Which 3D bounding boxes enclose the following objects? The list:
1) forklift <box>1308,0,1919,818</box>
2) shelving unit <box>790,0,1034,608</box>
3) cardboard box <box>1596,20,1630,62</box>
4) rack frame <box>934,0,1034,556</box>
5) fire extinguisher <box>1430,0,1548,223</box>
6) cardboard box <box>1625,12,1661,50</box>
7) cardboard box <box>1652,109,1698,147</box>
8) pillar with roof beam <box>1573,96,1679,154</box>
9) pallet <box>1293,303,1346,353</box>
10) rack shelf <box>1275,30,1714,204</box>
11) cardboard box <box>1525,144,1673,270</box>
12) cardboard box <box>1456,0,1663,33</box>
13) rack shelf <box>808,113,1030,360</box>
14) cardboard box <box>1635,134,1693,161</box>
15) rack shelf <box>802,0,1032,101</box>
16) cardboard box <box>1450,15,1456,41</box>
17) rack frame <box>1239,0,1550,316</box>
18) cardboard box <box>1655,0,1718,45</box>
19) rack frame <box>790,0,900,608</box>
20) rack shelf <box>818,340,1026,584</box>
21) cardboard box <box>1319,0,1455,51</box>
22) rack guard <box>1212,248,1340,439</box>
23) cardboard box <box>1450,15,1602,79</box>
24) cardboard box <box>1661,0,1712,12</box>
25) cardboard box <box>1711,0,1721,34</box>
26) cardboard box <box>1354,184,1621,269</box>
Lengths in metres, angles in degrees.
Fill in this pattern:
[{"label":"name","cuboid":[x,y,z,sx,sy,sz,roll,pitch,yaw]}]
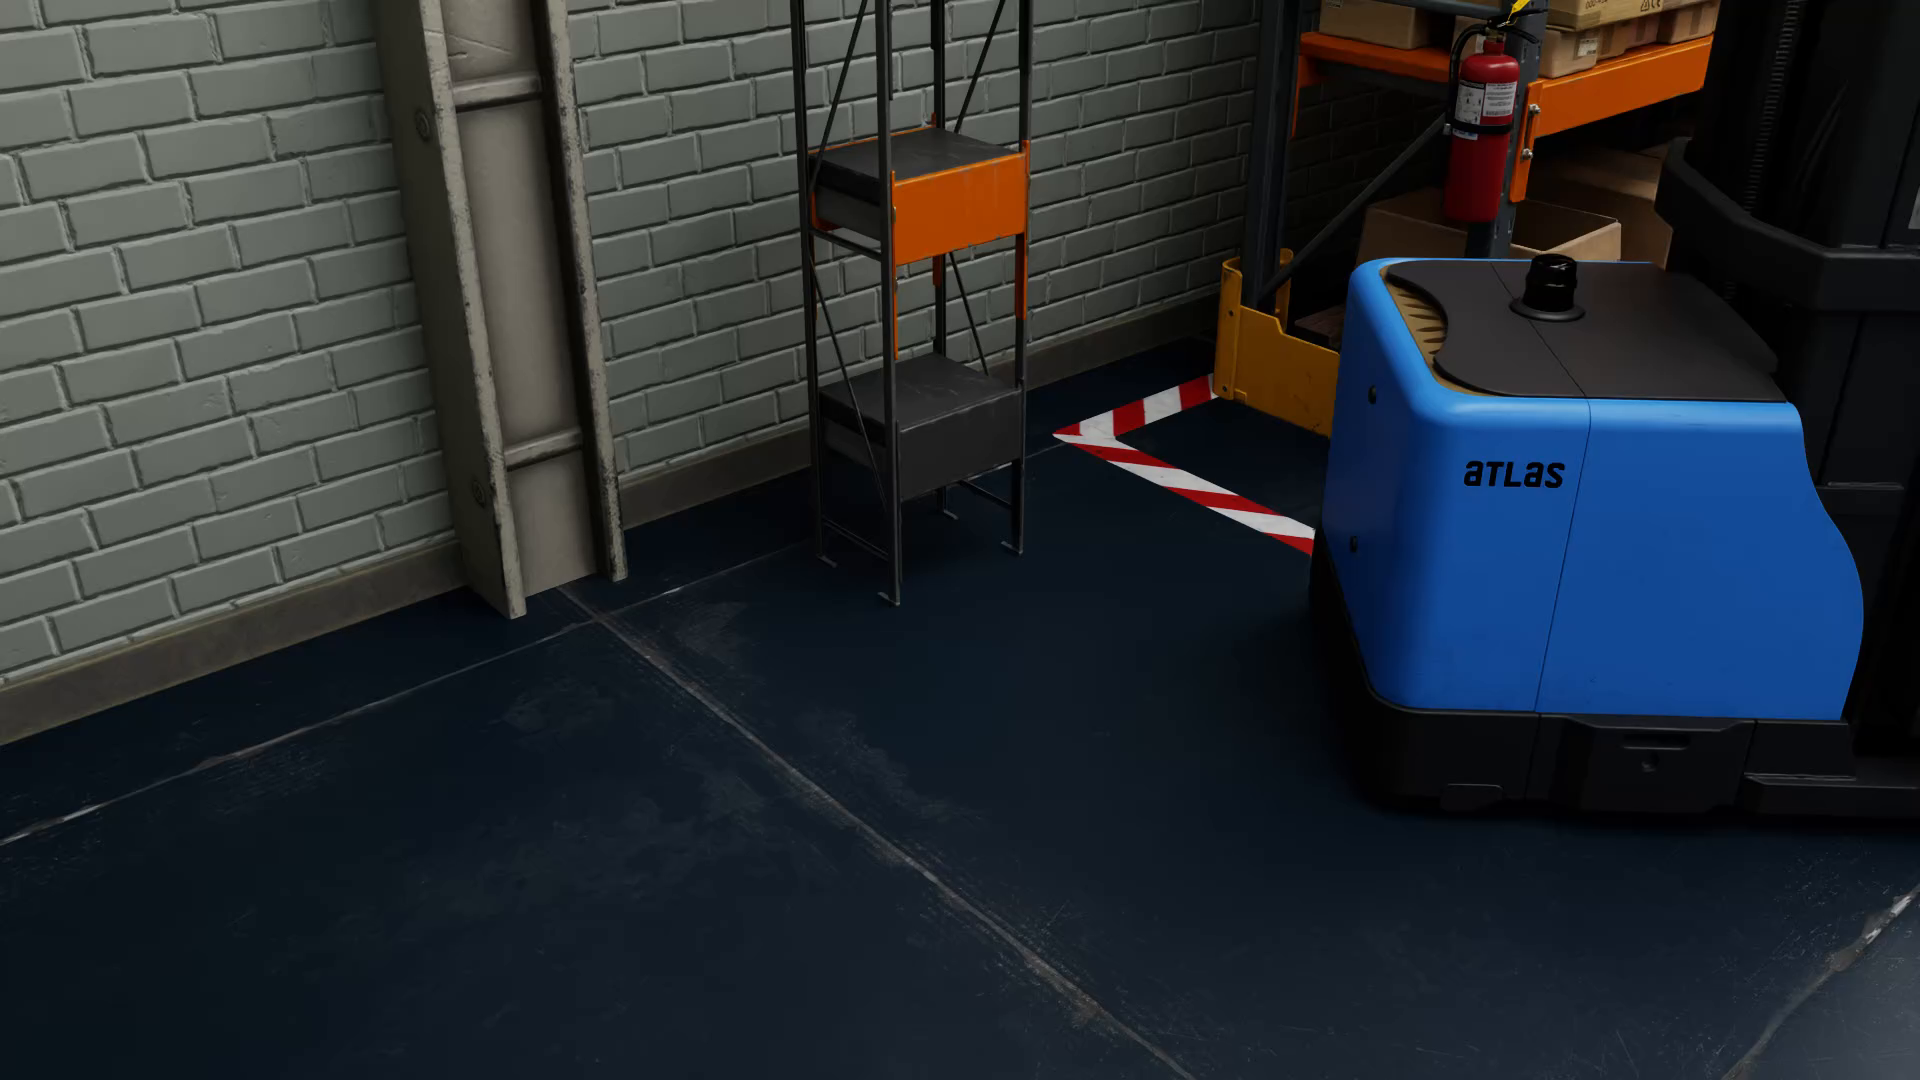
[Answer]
[{"label":"forklift","cuboid":[2.496,-0.834,3.700,3.031,2.935,1.130,1,28,2]},{"label":"shelving unit","cuboid":[-0.126,-0.875,4.660,0.503,2.100,0.431,-22,35,-35]},{"label":"cardboard box","cuboid":[1.974,-1.694,5.505,0.250,0.149,0.380,-21,35,-34]},{"label":"rack frame","cuboid":[0.060,-0.950,4.800,0.015,2.100,0.400,-22,35,-35]},{"label":"fire extinguisher","cuboid":[1.571,-1.299,4.977,0.183,0.674,0.296,-22,35,-35]},{"label":"cardboard box","cuboid":[2.152,-1.787,5.679,0.250,0.149,0.380,-22,35,-36]},{"label":"cardboard box","cuboid":[3.375,-1.510,7.099,0.500,0.500,0.700,-23,36,-37]},{"label":"pillar with roof beam","cuboid":[6.105,-4.145,3.458,0.400,9.000,9.100,-22,35,-35]},{"label":"pallet","cuboid":[2.046,-0.746,6.423,1.213,0.211,1.003,-22,35,-35]},{"label":"rack shelf","cuboid":[2.904,-2.003,6.579,4.000,0.370,1.077,-22,35,-35]},{"label":"cardboard box","cuboid":[2.585,-1.192,6.505,0.500,0.500,0.700,-20,34,-33]},{"label":"cardboard box","cuboid":[1.903,-1.816,5.309,0.500,0.250,0.500,-22,35,-35]},{"label":"rack shelf","cuboid":[-0.126,-0.863,4.667,0.480,0.518,0.431,-22,35,-35]},{"label":"cardboard box","cuboid":[3.052,-1.318,6.740,0.500,0.500,0.500,-21,35,-34]},{"label":"rack shelf","cuboid":[-0.126,-1.481,4.337,0.480,0.518,0.431,-22,35,-35]},{"label":"cardboard box","cuboid":[1.694,-1.851,5.798,0.250,0.149,0.380,-21,34,-34]},{"label":"rack frame","cuboid":[1.383,-1.709,5.265,0.127,3.000,1.000,-22,35,-35]},{"label":"cardboard box","cuboid":[2.384,-1.843,5.782,0.250,0.149,0.380,-21,34,-33]},{"label":"rack frame","cuboid":[-0.312,-0.801,4.521,0.015,2.100,0.400,-22,35,-35]},{"label":"rack shelf","cuboid":[-0.126,-0.246,4.997,0.480,0.518,0.431,-22,35,-35]},{"label":"cardboard box","cuboid":[1.461,-1.796,5.694,0.250,0.149,0.380,-22,35,-35]},{"label":"rack guard","cuboid":[1.441,-0.630,5.898,0.348,0.500,1.175,-22,35,-35]},{"label":"cardboard box","cuboid":[1.811,-1.600,5.328,0.250,0.149,0.380,-22,35,-35]},{"label":"cardboard box","cuboid":[2.286,-1.970,5.598,0.500,0.250,0.500,-21,35,-34]},{"label":"cardboard box","cuboid":[2.582,-1.926,5.938,0.250,0.149,0.380,-21,35,-34]},{"label":"cardboard box","cuboid":[1.910,-0.946,6.041,0.637,0.503,0.797,-24,36,-37]}]
